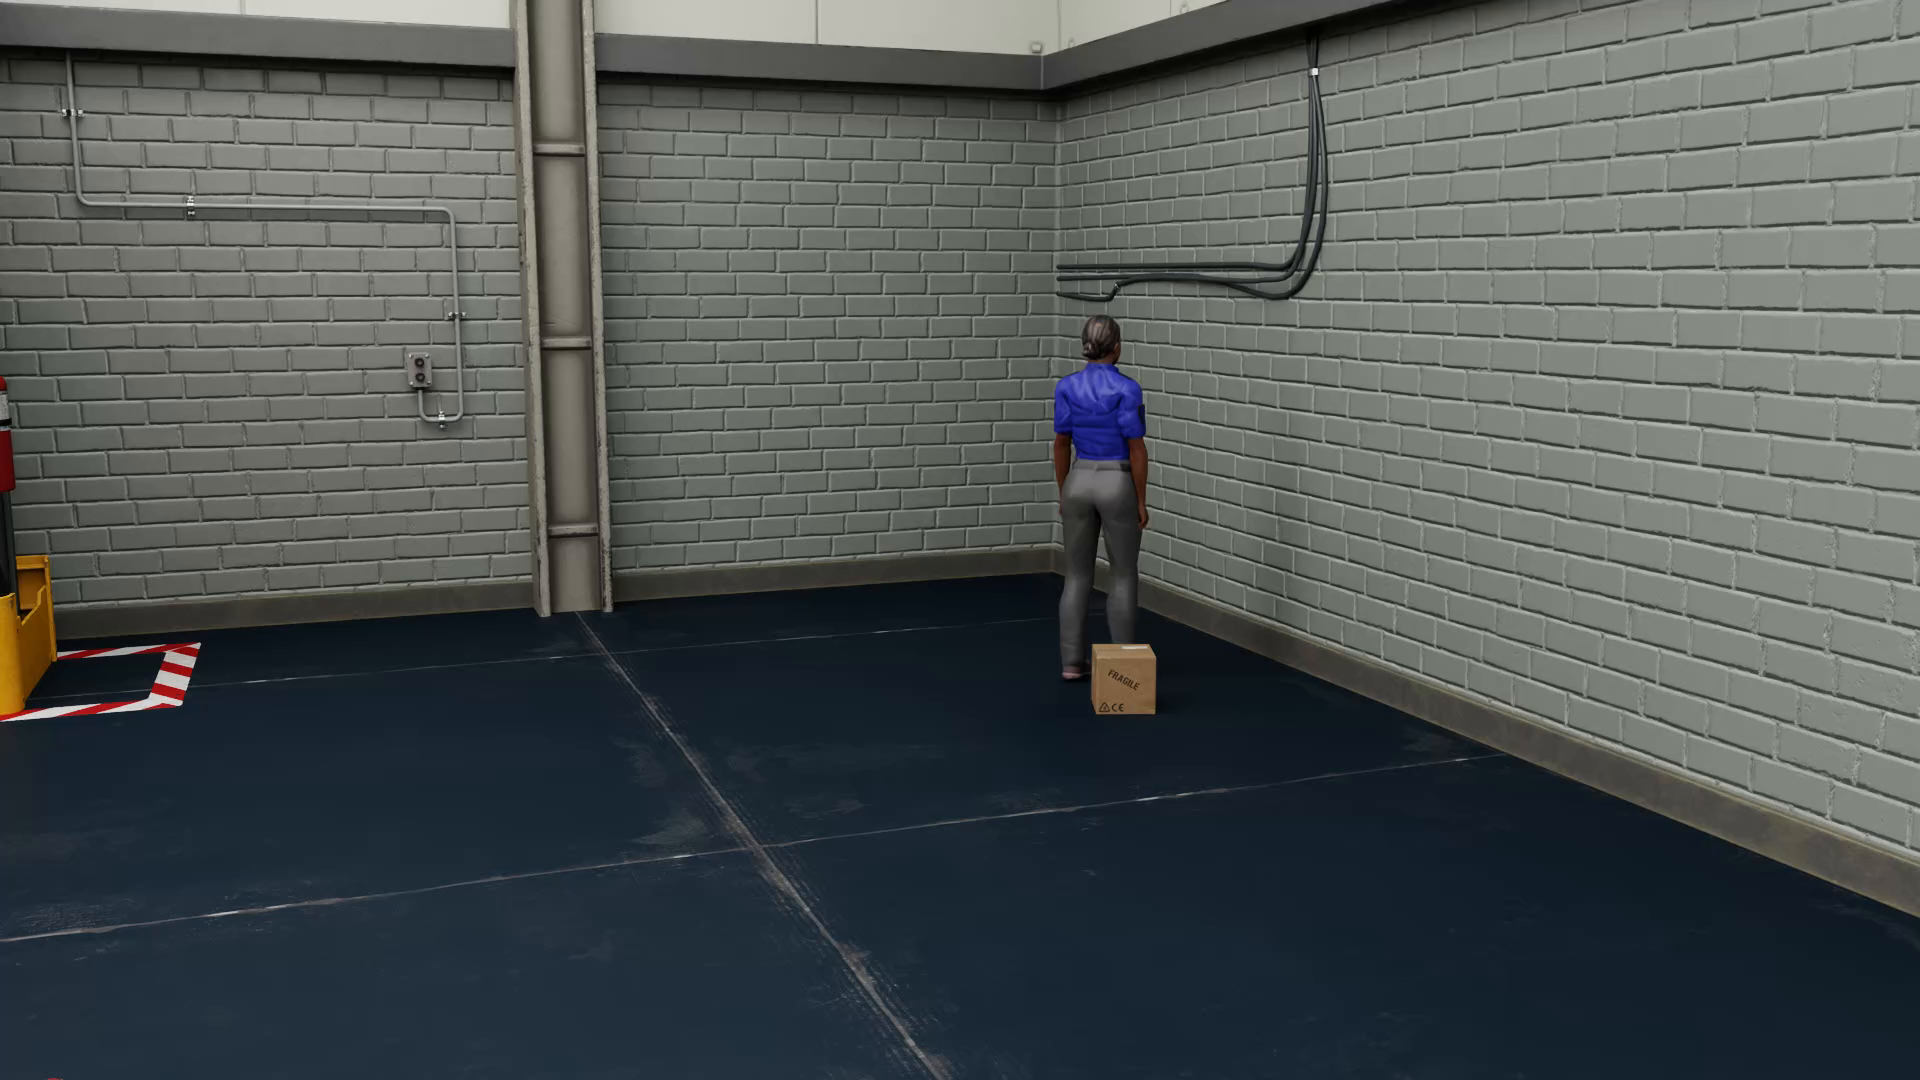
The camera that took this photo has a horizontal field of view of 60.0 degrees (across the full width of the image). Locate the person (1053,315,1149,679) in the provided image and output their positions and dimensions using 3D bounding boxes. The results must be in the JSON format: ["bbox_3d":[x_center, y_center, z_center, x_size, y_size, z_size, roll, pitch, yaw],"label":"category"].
[{"bbox_3d":[0.653,-0.182,7.526,0.443,1.665,0.356,4,10,26],"label":"person"}]
